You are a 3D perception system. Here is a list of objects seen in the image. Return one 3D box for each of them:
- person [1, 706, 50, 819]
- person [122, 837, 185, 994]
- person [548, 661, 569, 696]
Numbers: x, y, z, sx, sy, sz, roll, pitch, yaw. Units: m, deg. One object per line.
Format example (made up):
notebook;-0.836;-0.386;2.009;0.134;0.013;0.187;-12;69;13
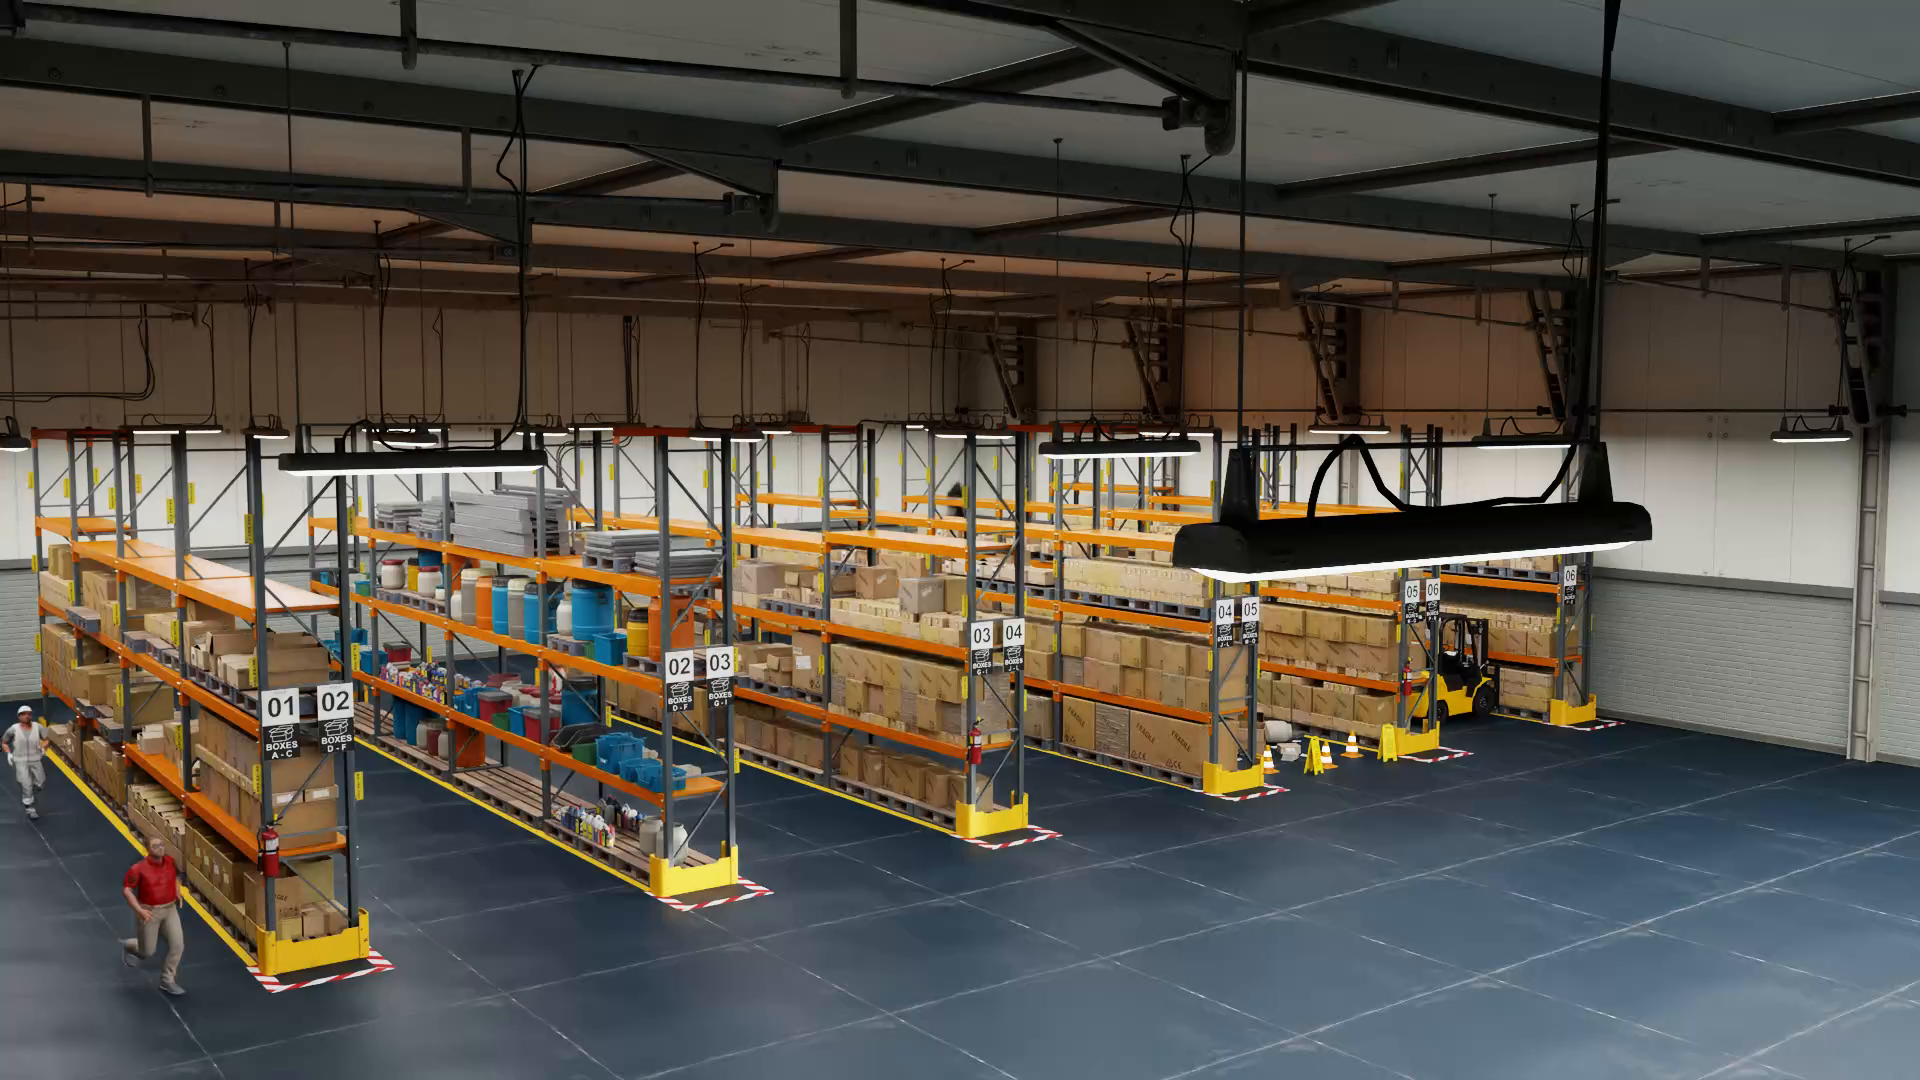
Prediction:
person;-14.481;3.432;25.812;0.651;1.747;0.692;-3;6;-38
person;-8.812;4.085;18.198;0.858;1.702;0.656;3;6;36
person;-7.590;3.007;31.321;0.697;1.748;0.657;4;6;41
